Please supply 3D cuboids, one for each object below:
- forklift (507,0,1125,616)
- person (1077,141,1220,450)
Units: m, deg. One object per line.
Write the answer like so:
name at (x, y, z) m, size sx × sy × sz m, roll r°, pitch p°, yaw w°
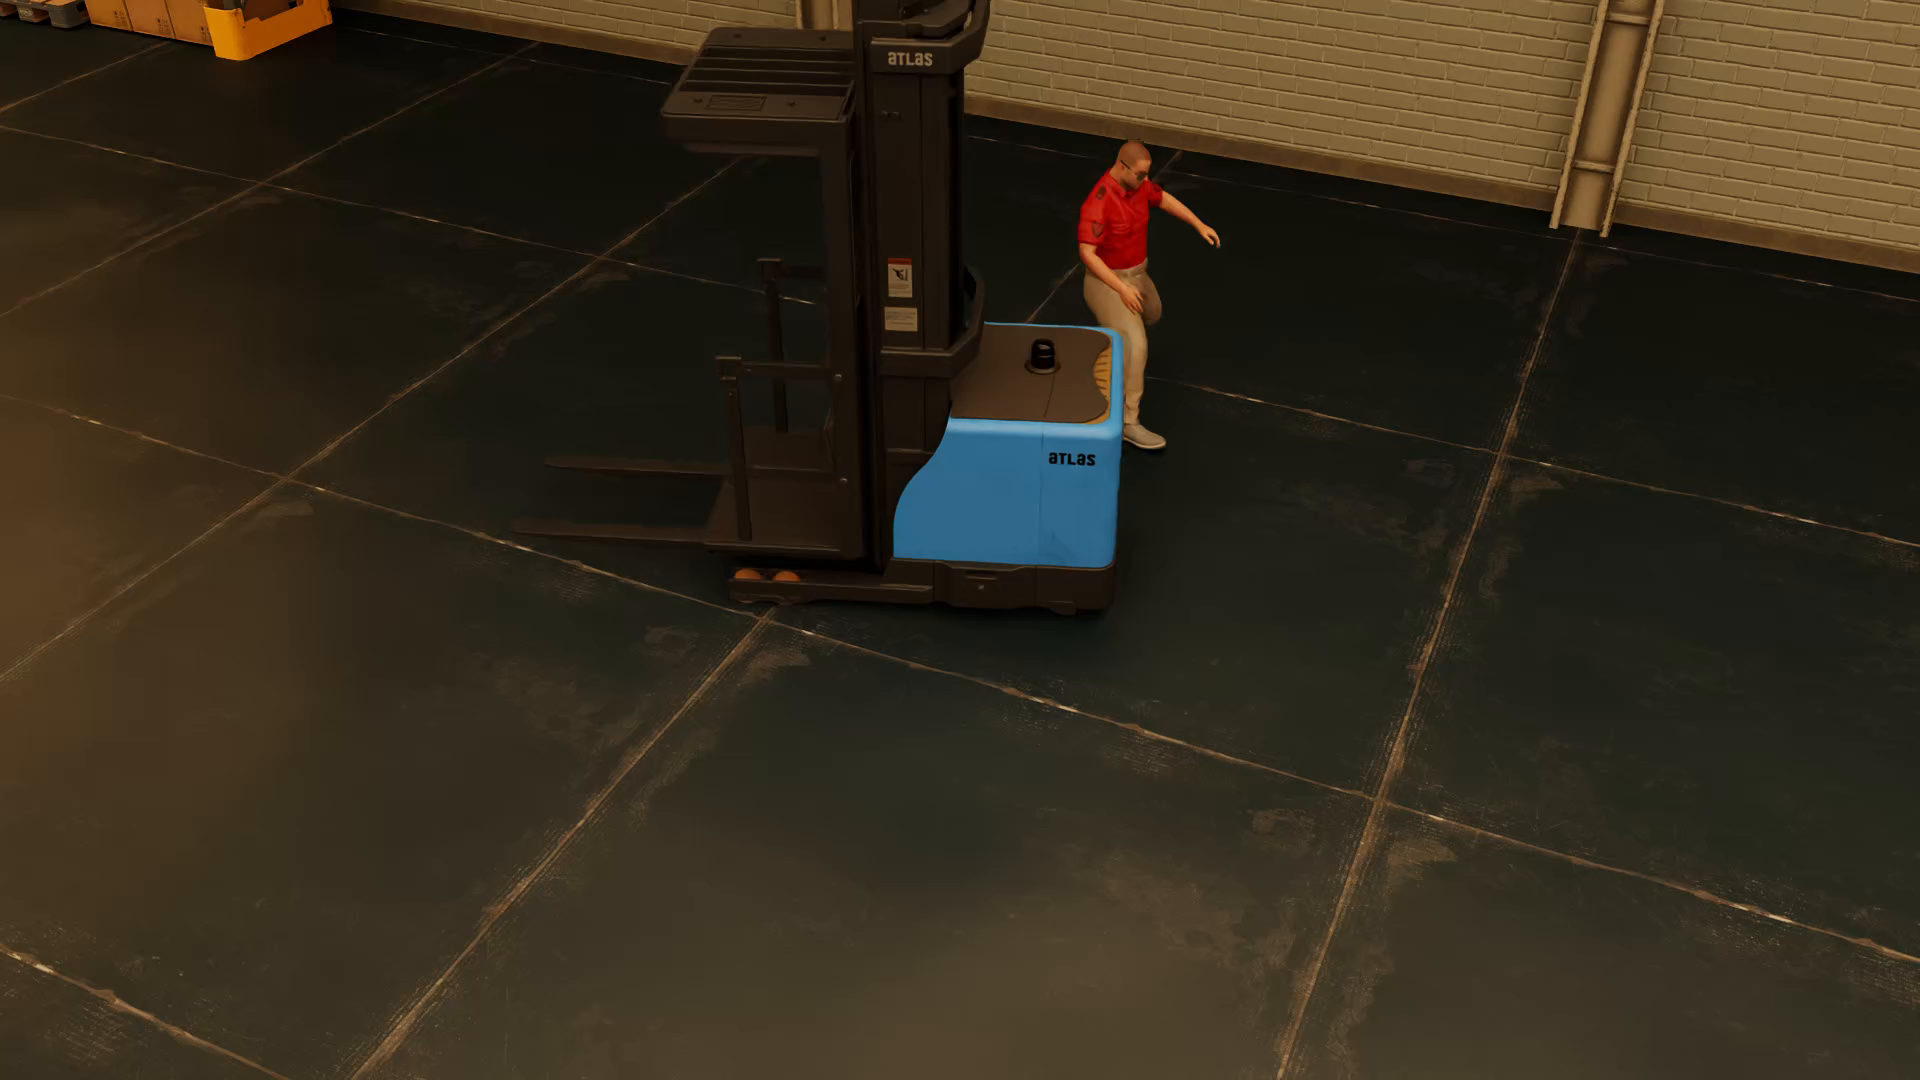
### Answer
forklift at (-0.722, -1.175, 7.734) m, size 3.031 × 2.935 × 1.130 m, roll 3°, pitch 36°, yaw 4°
person at (1.007, -1.479, 9.387) m, size 0.979 × 1.576 × 1.043 m, roll 22°, pitch 41°, yaw 28°
